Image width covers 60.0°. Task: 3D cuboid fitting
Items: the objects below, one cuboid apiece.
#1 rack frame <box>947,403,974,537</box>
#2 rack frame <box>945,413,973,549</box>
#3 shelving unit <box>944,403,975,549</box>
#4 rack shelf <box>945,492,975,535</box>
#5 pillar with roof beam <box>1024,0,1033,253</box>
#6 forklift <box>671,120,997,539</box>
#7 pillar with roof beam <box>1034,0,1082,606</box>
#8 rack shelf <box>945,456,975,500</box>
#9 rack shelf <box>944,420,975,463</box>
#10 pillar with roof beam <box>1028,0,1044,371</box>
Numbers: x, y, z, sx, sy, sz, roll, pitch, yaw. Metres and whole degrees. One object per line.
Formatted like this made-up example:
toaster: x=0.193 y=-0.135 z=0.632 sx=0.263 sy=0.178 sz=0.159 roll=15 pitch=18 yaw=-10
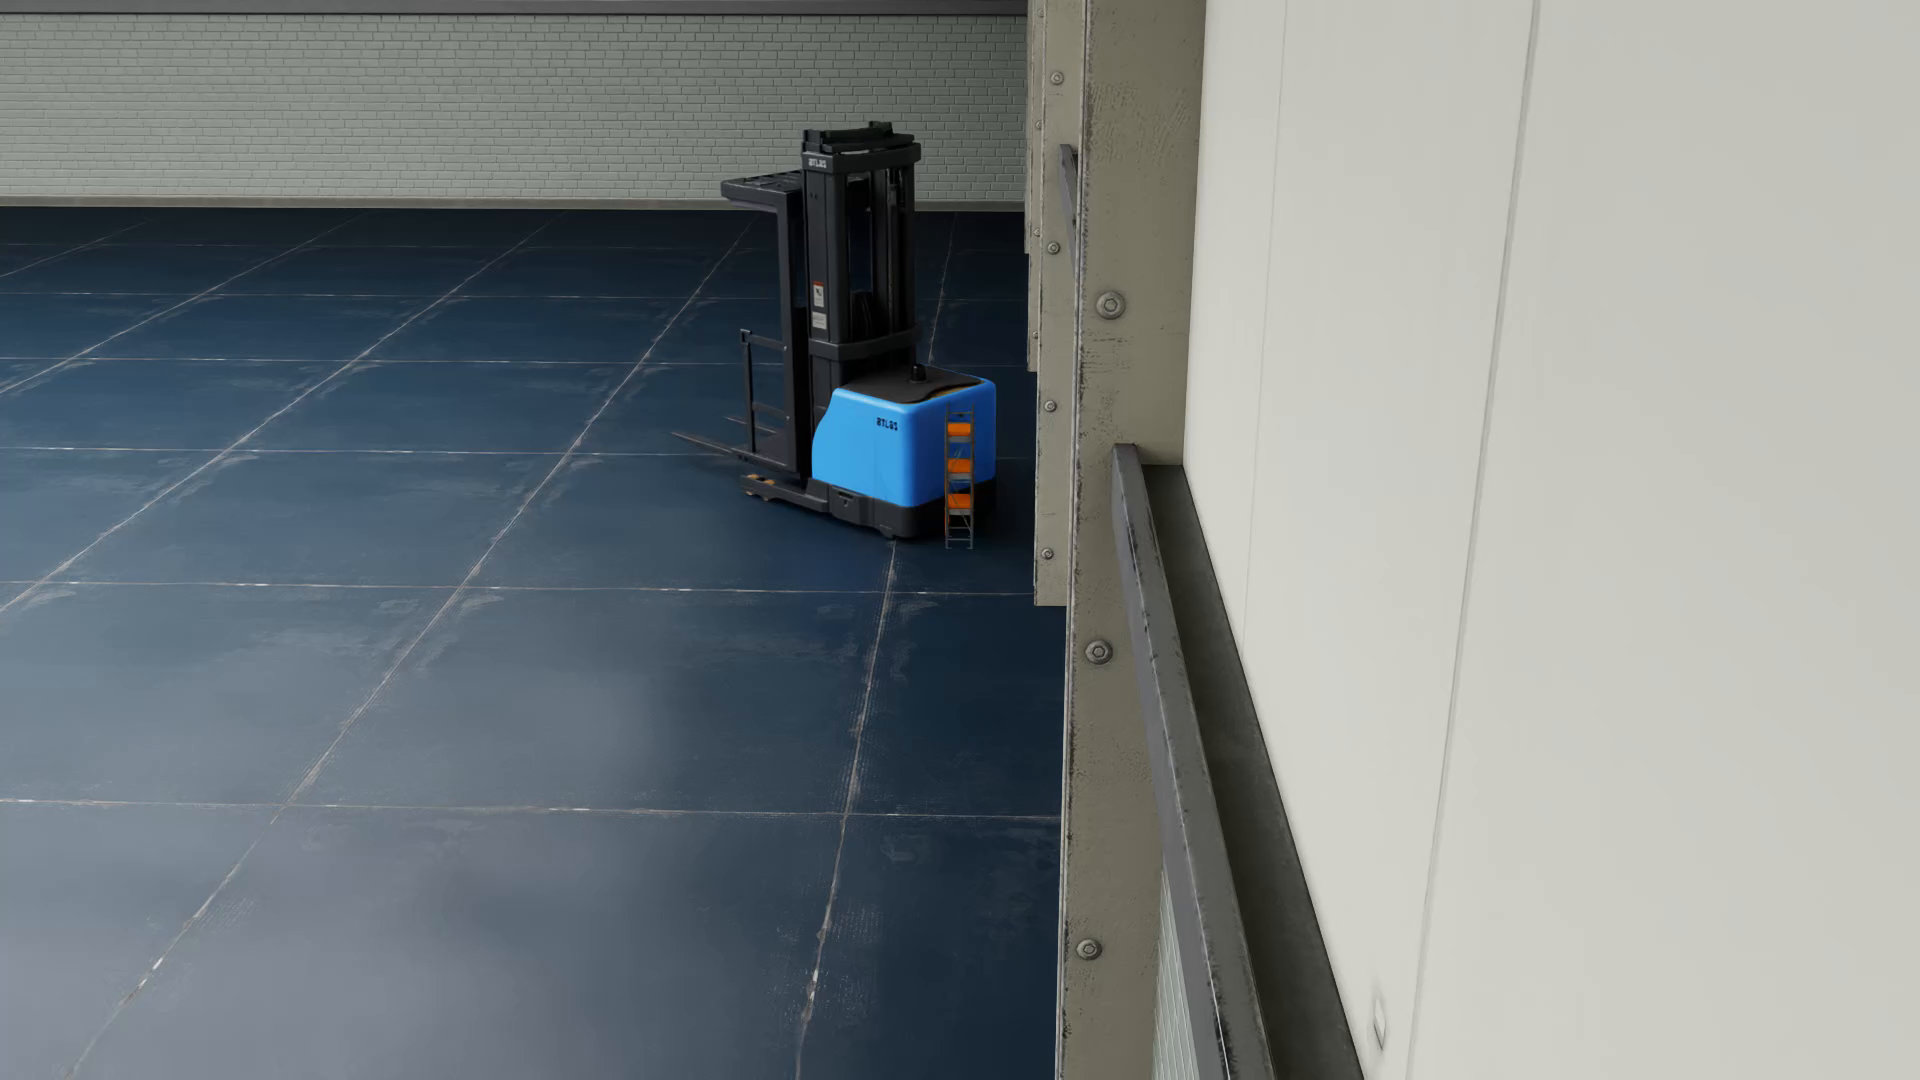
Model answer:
rack frame: x=0.002 y=-0.514 z=12.403 sx=0.200 sy=1.050 sz=0.008 roll=1 pitch=21 yaw=2
rack frame: x=-0.005 y=-0.426 z=12.175 sx=0.200 sy=1.050 sz=0.008 roll=1 pitch=21 yaw=2
shelving unit: x=-0.002 y=-0.470 z=12.289 sx=0.215 sy=1.050 sz=0.252 roll=1 pitch=21 yaw=2
rack shelf: x=-0.002 y=-0.201 z=12.394 sx=0.215 sy=0.259 sz=0.240 roll=1 pitch=21 yaw=2
pillar with roof beam: x=-3.268 y=-8.204 z=21.232 sx=9.100 sy=9.000 sz=0.400 roll=1 pitch=21 yaw=2
forklift: x=-1.143 y=-1.807 z=13.134 sx=3.031 sy=2.935 sz=1.130 roll=18 pitch=28 yaw=39
pillar with roof beam: x=-3.633 y=-3.865 z=10.050 sx=9.100 sy=9.000 sz=0.400 roll=1 pitch=21 yaw=2
rack shelf: x=-0.002 y=-0.460 z=12.293 sx=0.215 sy=0.259 sz=0.240 roll=1 pitch=21 yaw=2
rack shelf: x=-0.002 y=-0.725 z=12.190 sx=0.215 sy=0.259 sz=0.240 roll=1 pitch=21 yaw=2
pillar with roof beam: x=-3.450 y=-6.034 z=15.641 sx=9.100 sy=9.000 sz=0.400 roll=1 pitch=21 yaw=2
